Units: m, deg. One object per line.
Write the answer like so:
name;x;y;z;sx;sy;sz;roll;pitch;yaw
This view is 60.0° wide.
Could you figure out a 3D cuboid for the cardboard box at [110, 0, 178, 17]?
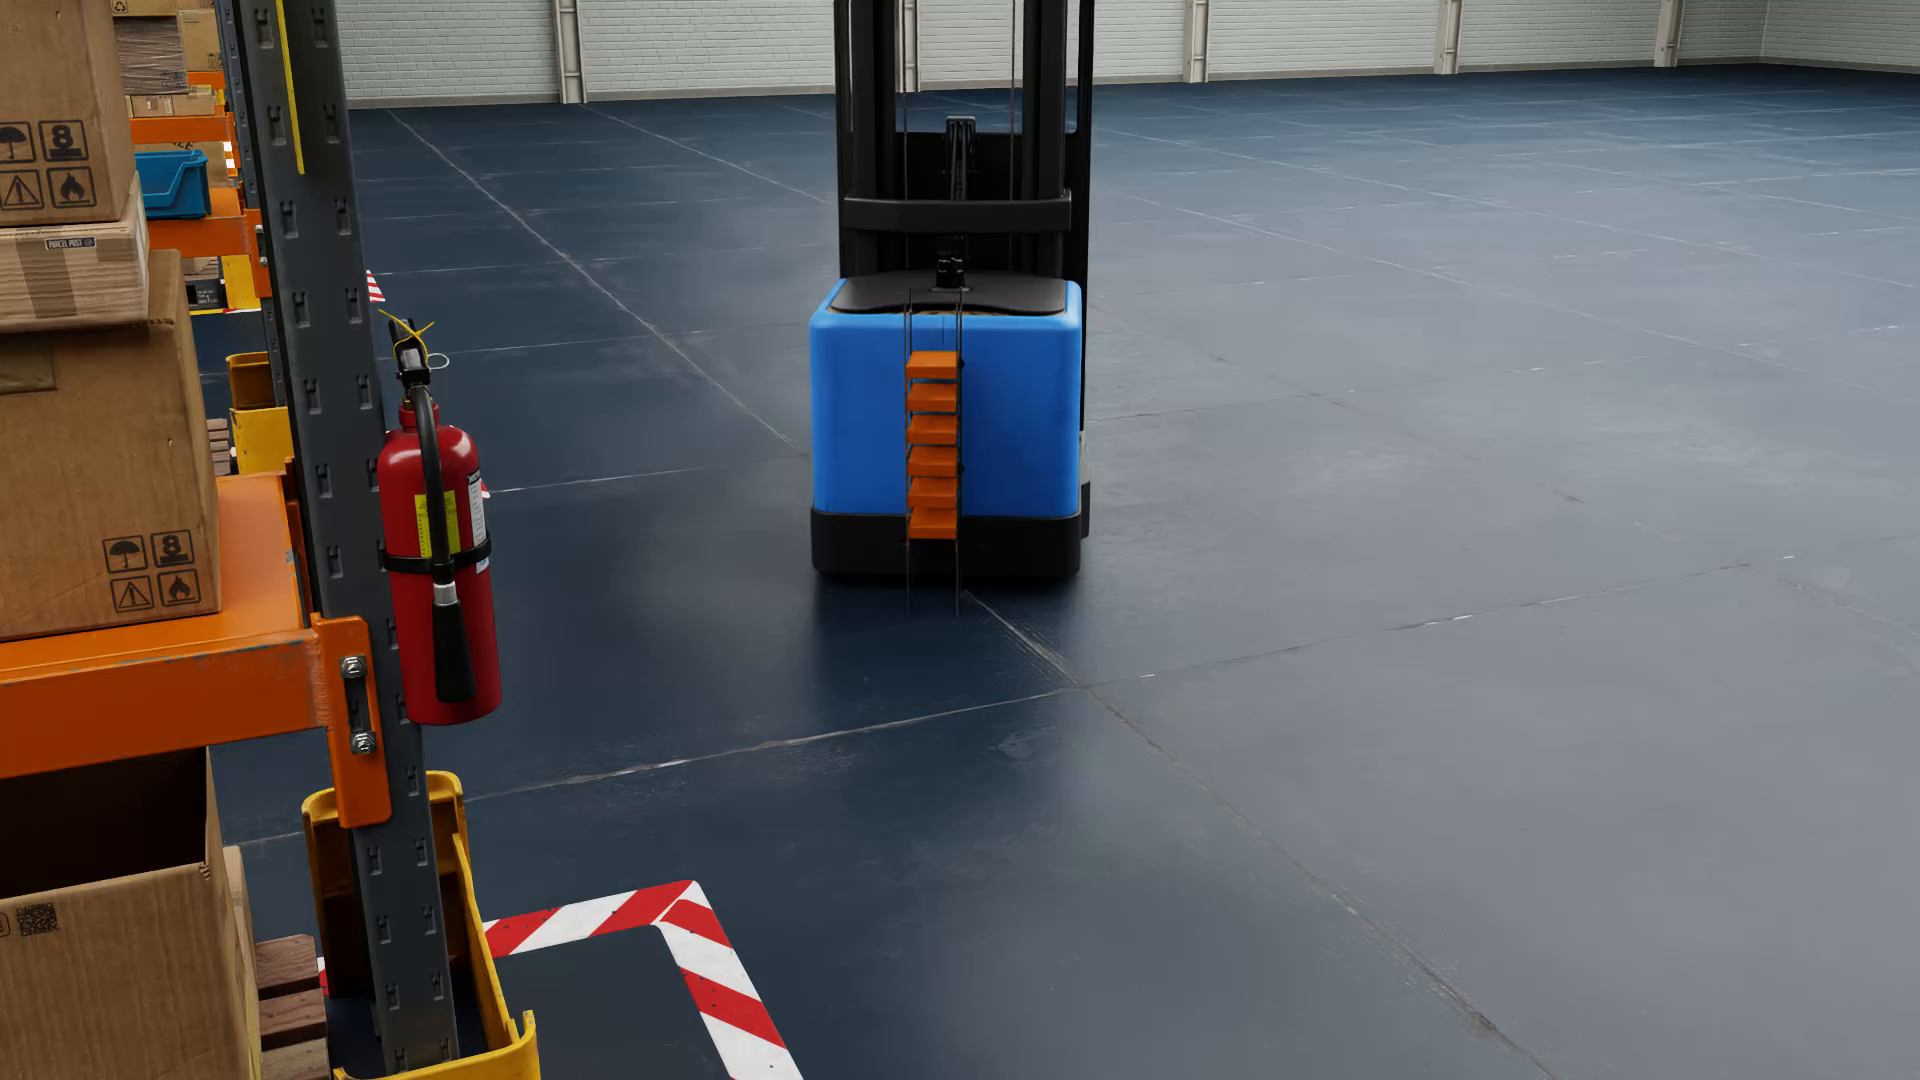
cardboard box;-5.486;-3.730;10.995;0.500;0.500;0.500;-8;21;-22

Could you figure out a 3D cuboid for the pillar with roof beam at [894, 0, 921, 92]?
pillar with roof beam;0.754;-11.033;24.806;0.400;9.000;9.100;-8;21;-22

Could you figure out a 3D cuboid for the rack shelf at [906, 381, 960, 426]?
rack shelf;-0.095;-0.498;6.039;0.180;0.103;0.258;1;20;3

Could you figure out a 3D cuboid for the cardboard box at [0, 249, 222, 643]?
cardboard box;-1.592;-0.187;2.886;0.500;0.500;0.700;-8;21;-22

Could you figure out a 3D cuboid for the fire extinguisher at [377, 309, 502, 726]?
fire extinguisher;-0.866;-0.035;2.720;0.183;0.674;0.296;-8;21;-22

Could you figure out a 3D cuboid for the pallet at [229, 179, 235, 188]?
pallet;-7.654;-3.300;16.077;1.213;0.211;1.003;-8;21;-22

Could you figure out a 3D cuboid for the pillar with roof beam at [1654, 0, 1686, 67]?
pillar with roof beam;17.281;-13.401;31.531;0.400;9.000;9.100;-8;21;-22

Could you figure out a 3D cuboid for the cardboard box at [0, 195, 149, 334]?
cardboard box;-1.434;-0.442;2.633;0.250;0.149;0.380;-9;21;-23

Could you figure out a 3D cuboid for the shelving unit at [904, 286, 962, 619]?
shelving unit;-0.095;-0.313;6.104;0.189;1.200;0.258;1;20;3

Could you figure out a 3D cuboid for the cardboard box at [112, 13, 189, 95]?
cardboard box;-5.595;-3.342;11.399;0.500;0.500;0.875;-8;21;-22

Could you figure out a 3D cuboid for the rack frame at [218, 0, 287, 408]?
rack frame;-3.117;-1.708;7.357;0.127;3.000;1.000;-8;21;-22

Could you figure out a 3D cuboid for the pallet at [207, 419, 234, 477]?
pallet;-3.916;-0.263;7.452;1.213;0.211;1.003;-8;21;-22

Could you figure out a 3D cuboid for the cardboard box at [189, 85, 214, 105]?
cardboard box;-5.435;-3.135;11.788;0.250;0.149;0.380;-8;21;-22

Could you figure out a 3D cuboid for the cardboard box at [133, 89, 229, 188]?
cardboard box;-7.547;-3.831;15.953;0.875;0.875;0.875;-8;21;-22

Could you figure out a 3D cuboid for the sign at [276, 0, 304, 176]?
sign;-0.956;-0.688;2.359;0.005;0.325;0.100;-8;21;-22

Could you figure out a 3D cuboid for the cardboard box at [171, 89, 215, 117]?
cardboard box;-5.259;-3.000;11.403;0.250;0.149;0.380;-8;21;-22

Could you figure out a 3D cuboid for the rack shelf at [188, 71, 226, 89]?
rack shelf;-8.787;-4.142;15.352;4.000;0.370;1.077;-8;21;-22

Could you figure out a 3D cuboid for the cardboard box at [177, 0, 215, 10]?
cardboard box;-7.307;-5.288;15.671;0.550;0.550;0.875;-8;21;-22

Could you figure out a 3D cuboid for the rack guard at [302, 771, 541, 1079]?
rack guard;-1.136;0.979;3.490;0.348;0.500;1.175;-8;21;-22

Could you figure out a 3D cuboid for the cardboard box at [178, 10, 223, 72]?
cardboard box;-7.273;-4.753;15.777;0.550;0.550;0.875;-8;21;-22

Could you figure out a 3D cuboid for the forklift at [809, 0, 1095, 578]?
forklift;0.033;-1.680;7.381;1.130;2.935;3.031;1;19;3

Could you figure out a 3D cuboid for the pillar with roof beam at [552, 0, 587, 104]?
pillar with roof beam;-4.756;-10.243;22.565;0.400;9.000;9.100;-8;21;-22

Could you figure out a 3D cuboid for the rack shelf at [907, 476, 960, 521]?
rack shelf;-0.095;-0.158;6.159;0.180;0.103;0.258;1;20;3

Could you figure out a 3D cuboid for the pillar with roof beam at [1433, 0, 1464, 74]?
pillar with roof beam;11.772;-12.611;29.290;0.400;9.000;9.100;-8;21;-22

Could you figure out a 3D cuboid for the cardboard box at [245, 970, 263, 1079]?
cardboard box;-1.534;1.062;2.996;0.500;0.250;0.500;-8;21;-22

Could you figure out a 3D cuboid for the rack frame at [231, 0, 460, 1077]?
rack frame;-1.158;-0.197;3.066;0.127;3.000;1.000;-8;21;-22

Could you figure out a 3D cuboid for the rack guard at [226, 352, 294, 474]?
rack guard;-3.168;-0.505;7.703;0.348;0.500;1.175;-8;21;-22

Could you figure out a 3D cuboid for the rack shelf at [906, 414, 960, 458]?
rack shelf;-0.095;-0.384;6.079;0.180;0.103;0.258;1;20;3

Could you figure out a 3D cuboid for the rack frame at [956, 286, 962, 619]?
rack frame;-0.004;-0.311;6.098;0.006;1.200;0.240;1;20;3

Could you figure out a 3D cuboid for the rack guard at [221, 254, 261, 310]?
rack guard;-5.149;-2.030;12.033;0.348;0.500;1.175;-8;21;-22

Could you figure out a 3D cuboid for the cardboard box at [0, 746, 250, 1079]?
cardboard box;-1.533;0.709;2.870;0.500;0.500;0.500;-8;21;-22

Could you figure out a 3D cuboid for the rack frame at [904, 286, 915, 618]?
rack frame;-0.186;-0.315;6.109;0.006;1.200;0.240;1;20;3

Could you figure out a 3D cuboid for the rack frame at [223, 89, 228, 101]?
rack frame;-9.004;-6.241;20.230;0.127;3.000;1.000;-8;21;-22

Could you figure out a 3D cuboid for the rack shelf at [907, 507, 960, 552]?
rack shelf;-0.095;-0.045;6.199;0.180;0.103;0.258;1;20;3

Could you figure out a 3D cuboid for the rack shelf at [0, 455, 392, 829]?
rack shelf;-2.995;0.405;2.438;4.000;0.370;1.077;-8;21;-22

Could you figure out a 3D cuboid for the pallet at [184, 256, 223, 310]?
pallet;-5.909;-1.797;11.809;1.213;0.211;1.003;-8;21;-22

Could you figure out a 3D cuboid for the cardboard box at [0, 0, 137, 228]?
cardboard box;-1.641;-0.792;2.650;0.500;0.500;0.700;-8;21;-22

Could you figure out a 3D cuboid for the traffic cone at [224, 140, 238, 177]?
traffic cone;-8.136;-4.300;18.539;0.334;0.463;0.336;-8;21;-22

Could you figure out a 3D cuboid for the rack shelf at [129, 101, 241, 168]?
rack shelf;-6.915;-2.616;11.019;4.000;0.370;1.077;-8;21;-22

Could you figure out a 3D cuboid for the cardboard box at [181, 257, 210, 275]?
cardboard box;-5.659;-2.161;11.773;0.500;0.500;0.500;-4;20;-12

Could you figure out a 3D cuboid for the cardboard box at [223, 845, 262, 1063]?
cardboard box;-1.739;0.904;3.445;0.500;0.250;0.500;-8;21;-22

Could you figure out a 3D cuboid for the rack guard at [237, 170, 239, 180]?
rack guard;-6.929;-3.569;16.404;0.348;0.500;1.175;-8;21;-22

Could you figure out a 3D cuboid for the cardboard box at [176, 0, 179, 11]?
cardboard box;-5.692;-3.888;11.445;0.500;0.500;0.500;-8;21;-22

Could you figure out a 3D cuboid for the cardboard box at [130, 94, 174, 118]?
cardboard box;-5.489;-2.967;11.310;0.250;0.149;0.380;-8;21;-22

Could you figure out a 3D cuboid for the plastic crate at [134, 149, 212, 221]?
plastic crate;-3.458;-1.481;6.936;0.616;0.251;0.499;-8;21;-22

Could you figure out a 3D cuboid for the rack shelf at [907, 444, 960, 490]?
rack shelf;-0.095;-0.271;6.119;0.180;0.103;0.258;1;20;3

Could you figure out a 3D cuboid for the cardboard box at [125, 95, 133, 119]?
cardboard box;-5.698;-2.918;11.172;0.250;0.149;0.380;-8;21;-22

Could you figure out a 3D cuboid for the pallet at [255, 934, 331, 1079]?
pallet;-1.844;1.231;3.207;1.213;0.211;1.003;-8;21;-22

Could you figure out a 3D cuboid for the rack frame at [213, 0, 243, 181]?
rack frame;-5.079;-3.219;11.647;0.127;3.000;1.000;-8;21;-22

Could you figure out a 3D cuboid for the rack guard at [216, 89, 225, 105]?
rack guard;-10.952;-6.578;24.951;0.348;0.500;1.175;-8;21;-22

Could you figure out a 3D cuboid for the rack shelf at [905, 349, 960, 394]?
rack shelf;-0.095;-0.611;5.998;0.180;0.103;0.258;1;20;3

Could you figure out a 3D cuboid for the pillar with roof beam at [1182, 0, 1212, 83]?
pillar with roof beam;6.263;-11.822;27.048;0.400;9.000;9.100;-8;21;-22

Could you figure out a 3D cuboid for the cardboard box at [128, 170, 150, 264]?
cardboard box;-1.604;-0.564;2.981;0.250;0.149;0.380;-8;21;-22

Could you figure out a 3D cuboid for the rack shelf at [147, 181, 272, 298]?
rack shelf;-4.953;-1.106;6.729;4.000;0.370;1.077;-8;21;-22
